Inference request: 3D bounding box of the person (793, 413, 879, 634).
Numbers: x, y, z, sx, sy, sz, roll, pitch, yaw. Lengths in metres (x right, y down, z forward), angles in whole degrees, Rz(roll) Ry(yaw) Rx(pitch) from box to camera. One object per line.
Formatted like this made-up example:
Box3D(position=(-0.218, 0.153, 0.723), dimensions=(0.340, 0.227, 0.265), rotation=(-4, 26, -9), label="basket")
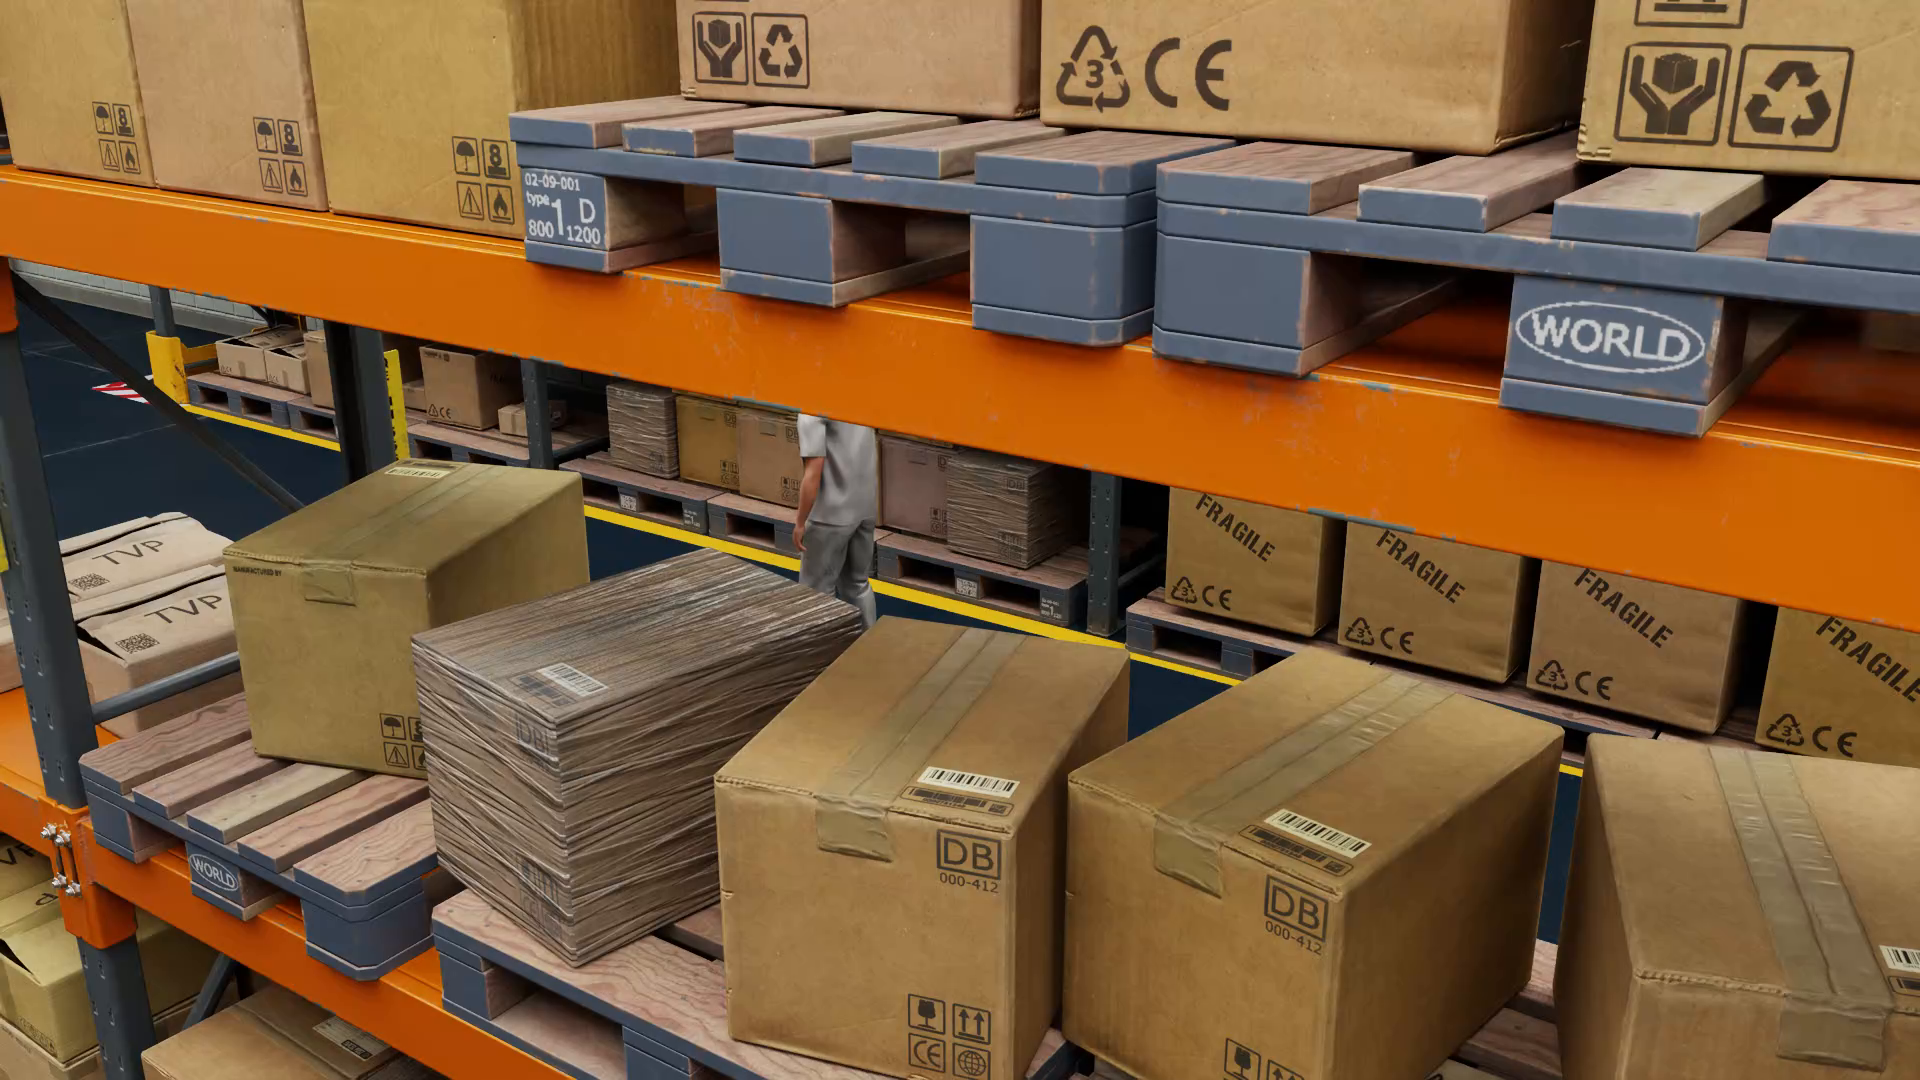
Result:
Box3D(position=(-0.571, -0.111, 7.382), dimensions=(0.404, 1.673, 0.486), rotation=(13, 24, 32), label="person")
